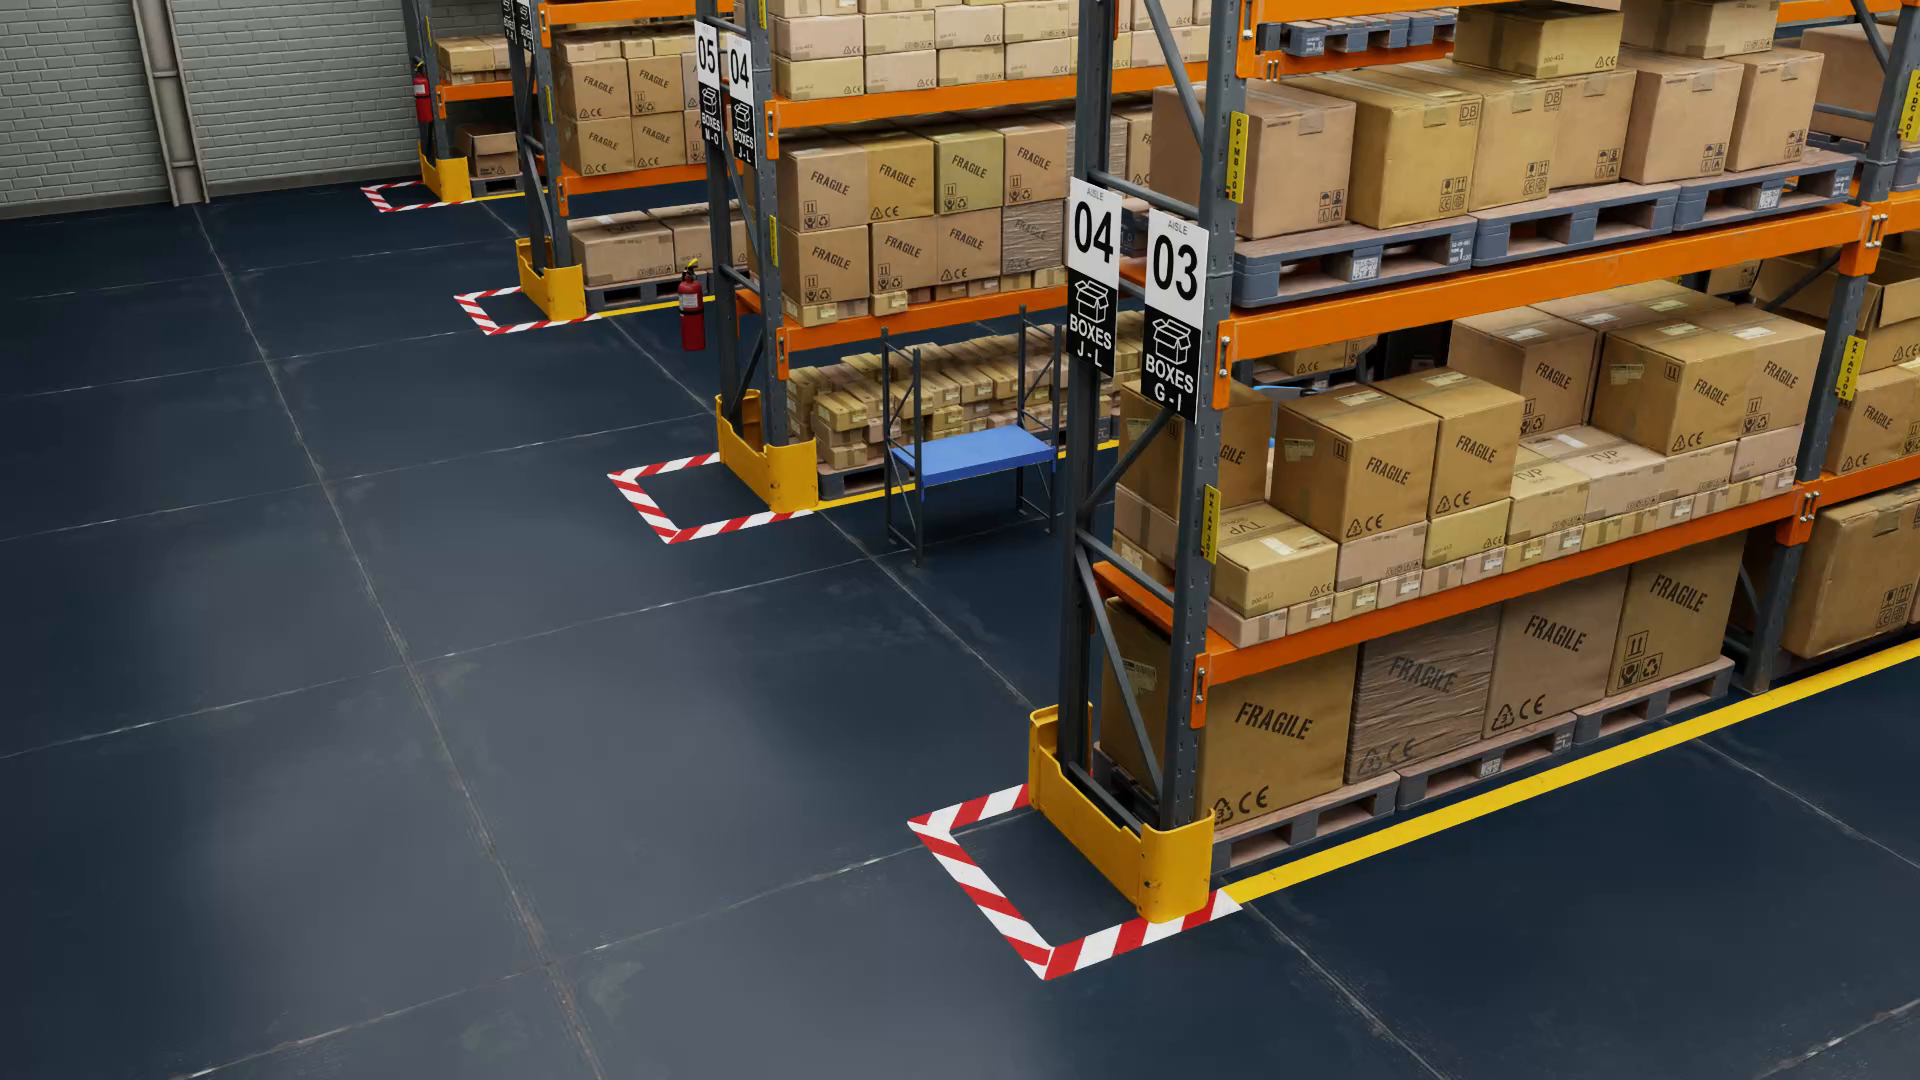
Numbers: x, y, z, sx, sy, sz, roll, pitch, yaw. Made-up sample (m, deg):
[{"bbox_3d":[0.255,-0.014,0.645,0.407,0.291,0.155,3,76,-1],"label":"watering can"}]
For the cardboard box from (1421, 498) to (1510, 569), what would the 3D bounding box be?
[{"bbox_3d":[2.224,-0.122,7.868,0.500,0.250,0.500,-14,29,-27],"label":"cardboard box"}]

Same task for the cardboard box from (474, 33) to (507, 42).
[{"bbox_3d":[-5.493,-5.897,19.896,0.500,0.250,0.500,-13,29,-25],"label":"cardboard box"}]

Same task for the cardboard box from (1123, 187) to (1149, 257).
[{"bbox_3d":[1.305,-2.448,12.425,0.500,0.500,0.500,-14,29,-26],"label":"cardboard box"}]

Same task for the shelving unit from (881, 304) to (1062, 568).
[{"bbox_3d":[0.075,-0.693,10.962,1.048,1.500,0.538,-13,29,-25],"label":"shelving unit"}]

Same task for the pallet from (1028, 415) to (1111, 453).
[{"bbox_3d":[0.403,-0.923,12.929,1.213,0.211,1.003,-13,29,-25],"label":"pallet"}]

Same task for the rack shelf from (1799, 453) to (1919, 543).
[{"bbox_3d":[6.067,-0.749,10.176,4.000,0.370,1.077,-13,29,-25],"label":"rack shelf"}]

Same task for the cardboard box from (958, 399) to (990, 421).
[{"bbox_3d":[0.020,-1.032,12.399,0.250,0.149,0.380,-14,29,-28],"label":"cardboard box"}]

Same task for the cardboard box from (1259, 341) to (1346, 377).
[{"bbox_3d":[2.834,-1.693,13.712,0.500,0.500,0.500,-12,28,-23],"label":"cardboard box"}]

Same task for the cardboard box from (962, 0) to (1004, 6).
[{"bbox_3d":[0.098,-3.667,11.091,0.250,0.149,0.380,-12,28,-24],"label":"cardboard box"}]

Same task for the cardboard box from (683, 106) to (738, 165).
[{"bbox_3d":[-2.442,-3.880,15.749,0.500,0.500,0.500,-13,29,-25],"label":"cardboard box"}]

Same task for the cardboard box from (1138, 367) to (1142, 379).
[{"bbox_3d":[1.468,-1.312,12.983,0.250,0.149,0.380,-14,29,-27],"label":"cardboard box"}]

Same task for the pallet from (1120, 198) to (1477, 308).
[{"bbox_3d":[1.422,-1.319,7.168,1.213,0.211,1.003,-13,29,-25],"label":"pallet"}]

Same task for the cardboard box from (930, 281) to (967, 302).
[{"bbox_3d":[-0.149,-1.847,11.921,0.250,0.149,0.380,-13,29,-26],"label":"cardboard box"}]

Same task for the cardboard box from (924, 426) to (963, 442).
[{"bbox_3d":[-0.174,-0.803,12.265,0.250,0.149,0.380,-13,28,-24],"label":"cardboard box"}]

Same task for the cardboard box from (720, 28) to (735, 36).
[{"bbox_3d":[-2.059,-4.691,15.534,0.250,0.149,0.380,-14,29,-26],"label":"cardboard box"}]

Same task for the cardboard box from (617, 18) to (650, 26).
[{"bbox_3d":[-4.139,-6.549,20.387,0.500,0.500,0.500,-14,29,-27],"label":"cardboard box"}]

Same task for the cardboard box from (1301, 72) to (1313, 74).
[{"bbox_3d":[3.808,-5.381,18.798,0.250,0.149,0.380,-15,29,-28],"label":"cardboard box"}]

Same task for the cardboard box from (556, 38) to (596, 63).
[{"bbox_3d":[-3.447,-4.391,14.910,0.250,0.149,0.380,-12,28,-24],"label":"cardboard box"}]

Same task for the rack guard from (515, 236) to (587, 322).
[{"bbox_3d":[-3.912,-2.504,15.888,0.348,0.500,1.175,-13,29,-25],"label":"rack guard"}]

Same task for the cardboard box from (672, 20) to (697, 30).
[{"bbox_3d":[-2.568,-4.855,15.876,0.250,0.149,0.380,-12,28,-24],"label":"cardboard box"}]

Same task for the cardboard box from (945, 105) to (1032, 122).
[{"bbox_3d":[0.181,-2.906,12.222,0.500,0.500,0.500,-14,29,-27],"label":"cardboard box"}]

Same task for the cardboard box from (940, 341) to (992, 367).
[{"bbox_3d":[0.047,-1.390,12.800,0.250,0.149,0.380,-14,29,-27],"label":"cardboard box"}]

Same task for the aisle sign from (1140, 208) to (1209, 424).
[{"bbox_3d":[0.850,-0.894,6.643,0.004,0.787,0.394,-13,29,-25],"label":"aisle sign"}]

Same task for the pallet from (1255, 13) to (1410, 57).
[{"bbox_3d":[2.652,-3.934,12.728,1.003,0.211,1.213,-13,29,-25],"label":"pallet"}]

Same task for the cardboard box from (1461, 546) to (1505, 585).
[{"bbox_3d":[2.374,0.053,7.965,0.250,0.149,0.380,-13,29,-26],"label":"cardboard box"}]

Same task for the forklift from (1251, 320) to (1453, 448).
[{"bbox_3d":[3.271,-1.060,10.071,3.031,2.935,1.130,4,26,9],"label":"forklift"}]

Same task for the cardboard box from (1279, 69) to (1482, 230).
[{"bbox_3d":[1.759,-1.678,7.097,0.500,0.500,0.700,-14,29,-27],"label":"cardboard box"}]

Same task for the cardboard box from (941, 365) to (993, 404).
[{"bbox_3d":[0.048,-1.155,12.311,0.250,0.149,0.380,-12,28,-23],"label":"cardboard box"}]

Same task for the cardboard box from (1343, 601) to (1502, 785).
[{"bbox_3d":[2.103,0.571,8.565,0.875,0.875,0.875,-13,29,-25],"label":"cardboard box"}]

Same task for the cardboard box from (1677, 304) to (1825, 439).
[{"bbox_3d":[4.022,-0.875,8.570,0.500,0.500,0.500,-12,28,-24],"label":"cardboard box"}]

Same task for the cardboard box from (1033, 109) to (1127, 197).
[{"bbox_3d":[0.858,-2.806,12.014,0.500,0.500,0.500,-12,28,-24],"label":"cardboard box"}]

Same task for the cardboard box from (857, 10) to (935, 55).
[{"bbox_3d":[-0.503,-3.373,10.940,0.500,0.250,0.500,-13,29,-26],"label":"cardboard box"}]

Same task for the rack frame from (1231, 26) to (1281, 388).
[{"bbox_3d":[2.057,-2.581,13.160,0.127,3.000,1.000,-13,29,-25],"label":"rack frame"}]

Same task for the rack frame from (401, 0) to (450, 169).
[{"bbox_3d":[-6.230,-5.531,19.304,0.127,3.000,1.000,-13,29,-25],"label":"rack frame"}]

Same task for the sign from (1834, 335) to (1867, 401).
[{"bbox_3d":[4.564,-0.880,8.526,0.005,0.325,0.100,-13,29,-25],"label":"sign"}]

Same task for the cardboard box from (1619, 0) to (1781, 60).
[{"bbox_3d":[3.469,-2.447,7.832,0.500,0.250,0.500,-15,29,-28],"label":"cardboard box"}]

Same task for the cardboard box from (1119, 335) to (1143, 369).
[{"bbox_3d":[1.443,-1.461,12.948,0.250,0.149,0.380,-13,29,-26],"label":"cardboard box"}]

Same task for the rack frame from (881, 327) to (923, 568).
[{"bbox_3d":[-0.373,-0.590,10.746,0.032,1.500,0.500,-13,29,-25],"label":"rack frame"}]

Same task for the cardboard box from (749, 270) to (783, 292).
[{"bbox_3d":[-1.318,-1.827,11.881,0.250,0.149,0.380,-13,29,-25],"label":"cardboard box"}]

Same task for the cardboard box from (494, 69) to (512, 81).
[{"bbox_3d":[-5.392,-5.516,19.564,0.250,0.149,0.380,-13,29,-26],"label":"cardboard box"}]

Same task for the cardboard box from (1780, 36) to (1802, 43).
[{"bbox_3d":[8.228,-4.497,15.880,0.500,0.500,0.700,-14,29,-26],"label":"cardboard box"}]

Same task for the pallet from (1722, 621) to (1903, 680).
[{"bbox_3d":[4.947,0.405,10.162,1.213,0.211,1.003,-13,29,-25],"label":"pallet"}]

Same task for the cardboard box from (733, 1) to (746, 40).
[{"bbox_3d":[-1.186,-3.467,11.136,0.500,0.250,0.500,-14,29,-27],"label":"cardboard box"}]

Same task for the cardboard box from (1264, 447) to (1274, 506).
[{"bbox_3d":[1.523,-0.221,8.074,0.500,0.250,0.500,-14,29,-26],"label":"cardboard box"}]

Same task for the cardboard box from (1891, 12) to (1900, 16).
[{"bbox_3d":[9.888,-4.983,16.742,0.550,0.550,0.875,-13,29,-25],"label":"cardboard box"}]

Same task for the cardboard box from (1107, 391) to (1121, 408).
[{"bbox_3d":[1.110,-1.168,13.026,0.250,0.149,0.380,-14,29,-26],"label":"cardboard box"}]

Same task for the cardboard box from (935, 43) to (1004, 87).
[{"bbox_3d":[-0.041,-3.260,11.282,0.500,0.250,0.500,-14,29,-27],"label":"cardboard box"}]

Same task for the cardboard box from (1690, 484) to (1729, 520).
[{"bbox_3d":[3.733,-0.261,8.618,0.250,0.149,0.380,-14,29,-26],"label":"cardboard box"}]

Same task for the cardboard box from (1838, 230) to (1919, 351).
[{"bbox_3d":[5.473,-1.432,9.492,0.637,0.503,0.797,-13,28,-25],"label":"cardboard box"}]

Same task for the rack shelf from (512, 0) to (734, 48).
[{"bbox_3d":[-2.126,-5.071,15.713,4.000,0.370,1.077,-13,29,-25],"label":"rack shelf"}]

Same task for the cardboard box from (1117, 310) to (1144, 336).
[{"bbox_3d":[1.385,-1.729,13.506,0.250,0.149,0.380,-12,28,-23],"label":"cardboard box"}]
